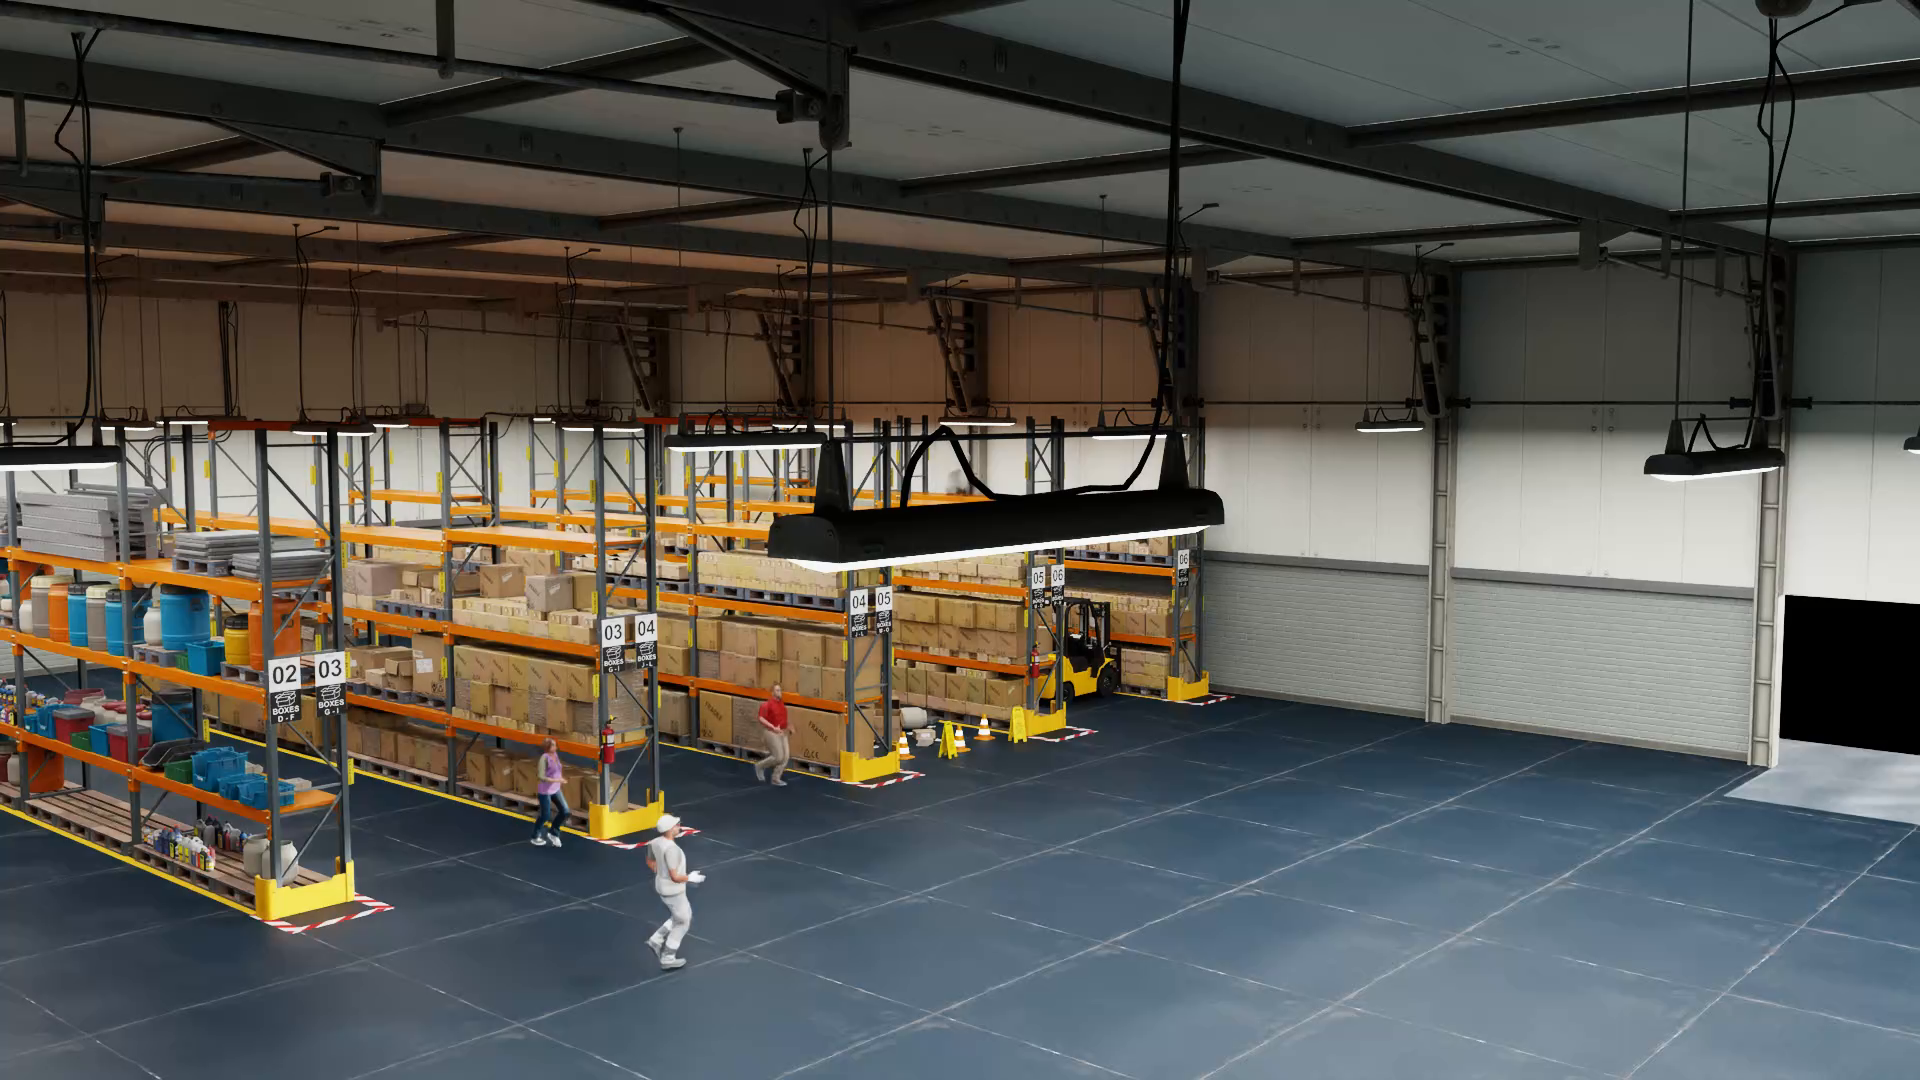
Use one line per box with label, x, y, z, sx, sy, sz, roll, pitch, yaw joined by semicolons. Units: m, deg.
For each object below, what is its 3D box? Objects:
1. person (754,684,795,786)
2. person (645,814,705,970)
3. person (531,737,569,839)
person;-3.072;3.211;27.439;0.595;1.680;0.649;2;5;27
person;-3.194;3.912;18.578;0.601;1.740;0.649;-3;5;-28
person;-5.786;3.513;23.538;0.670;1.473;0.566;2;5;24
